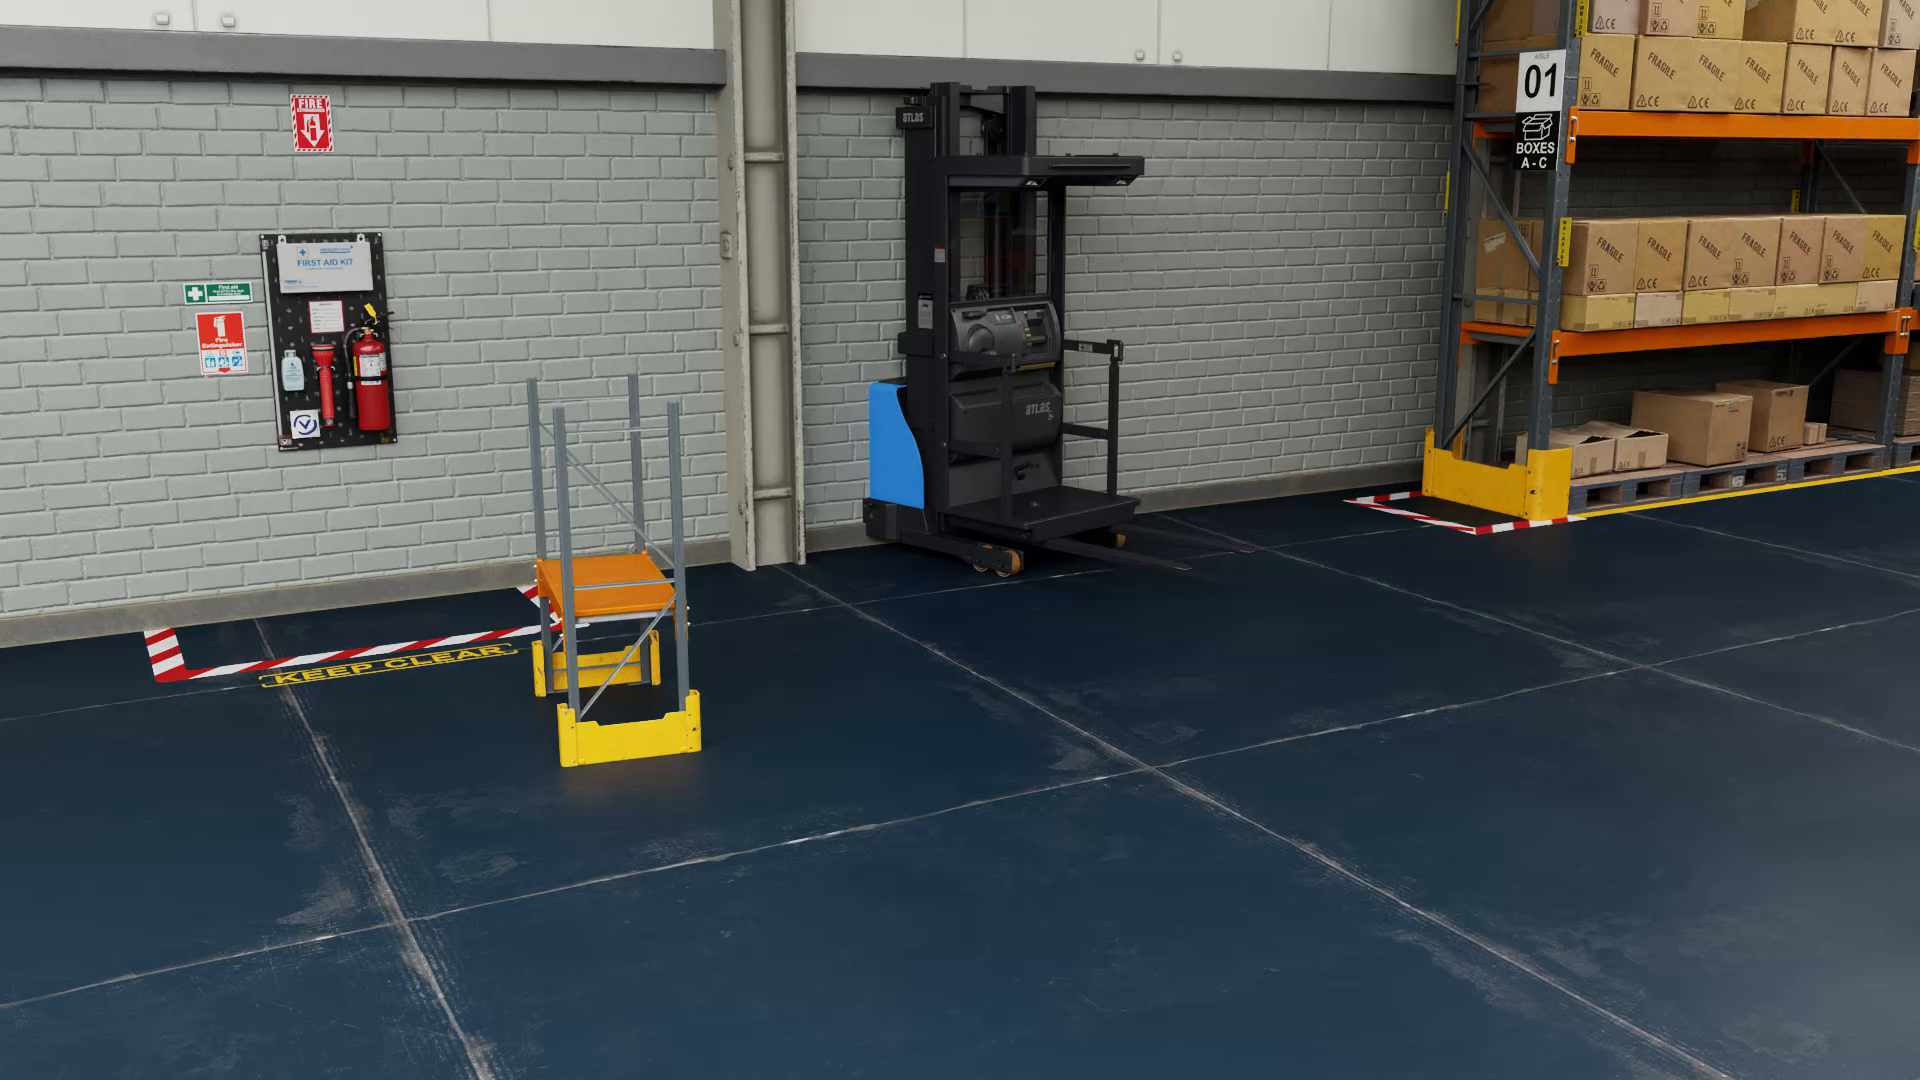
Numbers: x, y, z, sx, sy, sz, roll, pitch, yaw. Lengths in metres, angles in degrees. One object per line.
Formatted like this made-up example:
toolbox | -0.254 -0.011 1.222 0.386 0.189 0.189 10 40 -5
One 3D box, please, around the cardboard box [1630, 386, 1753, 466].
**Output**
cardboard box | 5.674 -0.892 12.934 0.500 0.500 0.700 -8 15 -31

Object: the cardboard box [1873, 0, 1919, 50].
cardboard box | 7.056 -4.040 12.846 0.500 0.500 0.500 -8 15 -33

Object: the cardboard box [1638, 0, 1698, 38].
cardboard box | 4.774 -3.761 11.606 0.500 0.500 0.500 -7 14 -29

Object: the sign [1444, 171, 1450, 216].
sign | 3.607 -2.542 12.218 0.005 0.325 0.100 -7 14 -28

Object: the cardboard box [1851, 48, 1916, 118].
cardboard box | 7.039 -3.556 12.973 0.500 0.500 0.500 -6 14 -26

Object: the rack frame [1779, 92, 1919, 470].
rack frame | 7.366 -2.135 13.765 0.127 3.000 1.000 -7 14 -28

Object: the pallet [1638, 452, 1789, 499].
pallet | 5.722 -0.568 13.153 1.213 0.211 1.003 -7 14 -28

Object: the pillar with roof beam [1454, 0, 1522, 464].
pillar with roof beam | 6.118 -4.052 8.618 0.400 9.000 9.100 -7 14 -28

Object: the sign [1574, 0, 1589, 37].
sign | 4.115 -3.500 11.005 0.005 0.325 0.100 -7 14 -28

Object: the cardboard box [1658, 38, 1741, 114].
cardboard box | 5.211 -3.328 11.961 0.500 0.500 0.500 -6 14 -25

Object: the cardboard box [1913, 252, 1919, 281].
cardboard box | 7.829 -2.446 13.914 0.500 0.500 0.700 -7 14 -28

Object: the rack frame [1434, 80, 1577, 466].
rack frame | 3.855 -1.714 11.895 0.127 3.000 1.000 -7 14 -28

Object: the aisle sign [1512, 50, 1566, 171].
aisle sign | 3.936 -2.917 11.319 0.004 0.787 0.394 -7 14 -28

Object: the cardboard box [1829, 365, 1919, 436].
cardboard box | 8.004 -1.211 14.349 0.500 0.500 0.700 -6 14 -26

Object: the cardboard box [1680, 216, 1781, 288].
cardboard box | 5.761 -2.169 12.503 0.500 0.500 0.500 -6 14 -26

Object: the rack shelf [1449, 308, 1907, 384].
rack shelf | 5.611 -1.574 12.909 4.000 0.370 1.077 -7 14 -28

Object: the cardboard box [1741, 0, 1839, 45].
cardboard box | 6.127 -3.923 12.328 0.500 0.500 0.500 -7 15 -30

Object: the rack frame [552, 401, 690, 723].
rack frame | -1.385 0.187 6.864 0.500 1.500 0.032 -5 13 -19

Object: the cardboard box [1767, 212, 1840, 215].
cardboard box | 6.854 -2.428 13.656 0.500 0.500 0.500 -7 15 -29

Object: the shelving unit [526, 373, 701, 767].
shelving unit | -1.561 0.080 7.338 0.587 1.500 1.083 -5 13 -19

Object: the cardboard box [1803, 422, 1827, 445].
cardboard box | 6.911 -0.905 13.752 0.250 0.166 0.380 -9 16 -35

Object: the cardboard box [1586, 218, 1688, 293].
cardboard box | 4.857 -2.059 12.015 0.500 0.500 0.500 -7 14 -28

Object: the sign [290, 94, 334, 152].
sign | -3.453 -2.220 8.863 0.199 0.298 0.001 -7 14 -28

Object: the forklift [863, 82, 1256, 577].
forklift | 0.443 -1.332 10.353 1.130 2.935 3.031 -12 18 -43

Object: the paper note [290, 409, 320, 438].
paper note | -3.587 -0.636 9.109 0.142 0.148 0.016 -7 14 -28

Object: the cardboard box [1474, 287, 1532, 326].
cardboard box | 4.173 -1.737 12.294 0.500 0.250 0.500 -7 14 -27

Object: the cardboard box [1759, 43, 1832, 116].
cardboard box | 6.123 -3.440 12.458 0.500 0.500 0.500 -7 15 -30

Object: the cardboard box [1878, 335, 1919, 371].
cardboard box | 8.389 -1.624 14.476 0.500 0.250 0.500 -7 15 -29

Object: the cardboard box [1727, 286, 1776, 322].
cardboard box | 5.779 -1.804 12.588 0.500 0.250 0.500 -7 14 -27

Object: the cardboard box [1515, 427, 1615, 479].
cardboard box | 4.506 -0.673 12.388 0.500 0.311 0.500 -9 15 -34

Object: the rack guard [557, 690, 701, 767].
rack guard | -1.392 0.792 7.019 0.587 0.250 0.087 -5 13 -19

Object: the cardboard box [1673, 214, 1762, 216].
cardboard box | 5.958 -2.323 13.189 0.500 0.500 0.500 -6 14 -26

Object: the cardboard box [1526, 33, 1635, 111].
cardboard box | 4.269 -3.223 11.495 0.500 0.500 0.500 -6 14 -26

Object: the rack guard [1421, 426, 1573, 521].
rack guard | 3.922 -0.503 12.205 0.348 0.500 1.175 -7 14 -28

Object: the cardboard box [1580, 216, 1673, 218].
cardboard box | 5.065 -2.214 12.701 0.500 0.500 0.500 -7 15 -29

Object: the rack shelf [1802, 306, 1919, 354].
rack shelf | 9.122 -1.995 14.779 4.000 0.370 1.077 -7 14 -28

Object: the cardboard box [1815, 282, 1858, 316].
cardboard box | 6.654 -1.913 13.072 0.500 0.250 0.500 -7 14 -28

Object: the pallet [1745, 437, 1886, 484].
pallet | 6.794 -0.697 13.727 1.213 0.211 1.003 -7 14 -28

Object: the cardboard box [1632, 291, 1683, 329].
cardboard box | 4.885 -1.698 12.120 0.500 0.250 0.500 -7 15 -30

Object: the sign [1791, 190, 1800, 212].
sign | 7.097 -2.807 14.111 0.005 0.325 0.100 -7 14 -28

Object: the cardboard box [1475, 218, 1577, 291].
cardboard box | 4.167 -2.107 12.229 0.500 0.500 0.500 -7 14 -28

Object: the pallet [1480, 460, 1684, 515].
pallet | 4.652 -0.441 12.586 1.213 0.211 1.003 -7 14 -28

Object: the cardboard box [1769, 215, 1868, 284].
cardboard box | 6.664 -2.275 12.973 0.500 0.500 0.500 -7 14 -28
